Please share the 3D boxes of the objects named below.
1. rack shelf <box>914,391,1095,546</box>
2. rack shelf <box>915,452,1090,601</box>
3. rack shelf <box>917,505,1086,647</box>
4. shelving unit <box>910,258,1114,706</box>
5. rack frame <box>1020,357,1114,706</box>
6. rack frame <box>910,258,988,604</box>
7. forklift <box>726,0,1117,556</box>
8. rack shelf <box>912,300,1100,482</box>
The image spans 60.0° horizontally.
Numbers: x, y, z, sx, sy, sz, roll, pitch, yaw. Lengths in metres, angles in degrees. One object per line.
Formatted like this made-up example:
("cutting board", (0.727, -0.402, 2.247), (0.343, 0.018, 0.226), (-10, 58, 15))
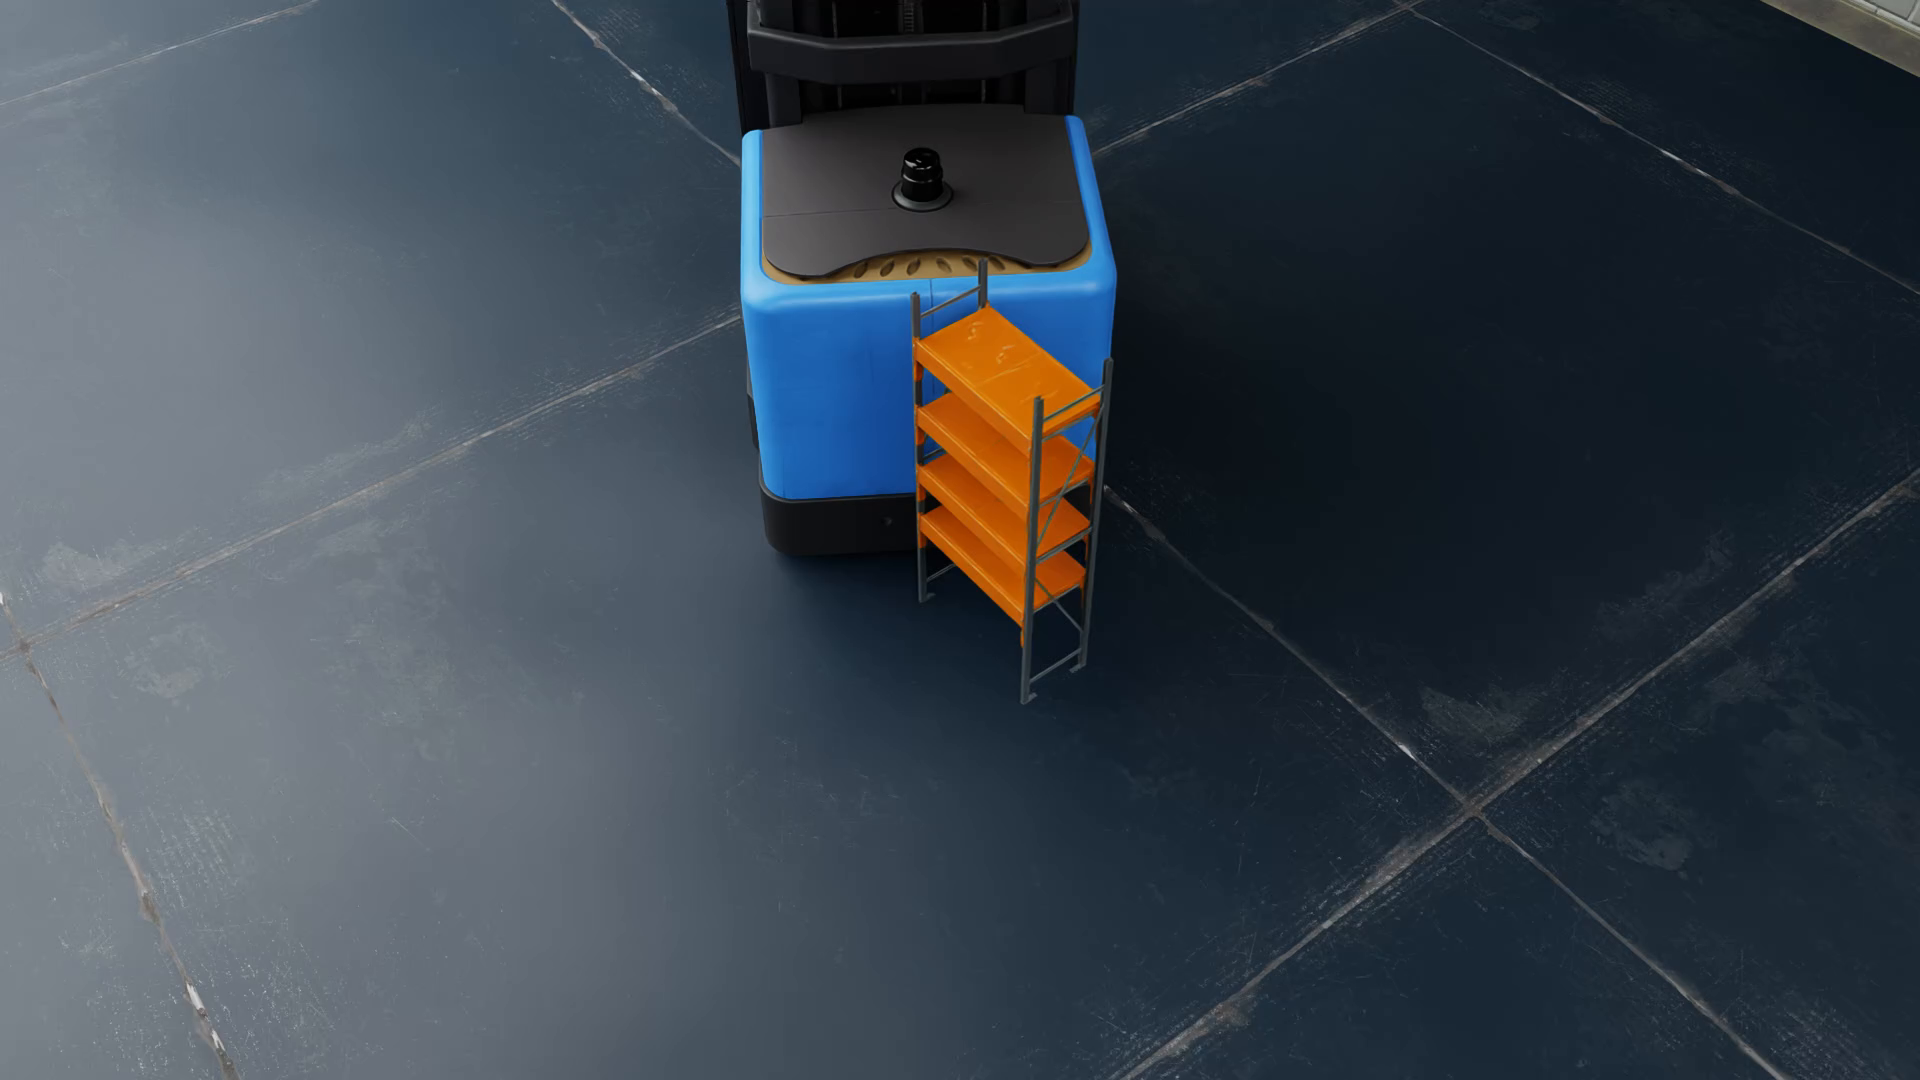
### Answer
("rack shelf", (0.123, -0.230, 4.437), (0.258, 0.148, 0.480), (-30, 54, -24))
("rack shelf", (0.123, -0.080, 4.603), (0.258, 0.148, 0.480), (-30, 54, -24))
("rack shelf", (0.123, 0.054, 4.750), (0.258, 0.148, 0.480), (-30, 54, -24))
("shelving unit", (0.123, -0.125, 4.553), (0.258, 1.200, 0.503), (-30, 54, -24))
("rack frame", (0.273, 0.018, 4.424), (0.240, 1.200, 0.015), (-30, 54, -24))
("rack frame", (-0.027, -0.267, 4.682), (0.240, 1.200, 0.015), (-30, 54, -24))
("forklift", (-0.194, -2.029, 5.111), (1.130, 2.935, 3.031), (-3, 48, -3))
("rack shelf", (0.123, -0.389, 4.262), (0.258, 0.148, 0.480), (-30, 54, -24))
